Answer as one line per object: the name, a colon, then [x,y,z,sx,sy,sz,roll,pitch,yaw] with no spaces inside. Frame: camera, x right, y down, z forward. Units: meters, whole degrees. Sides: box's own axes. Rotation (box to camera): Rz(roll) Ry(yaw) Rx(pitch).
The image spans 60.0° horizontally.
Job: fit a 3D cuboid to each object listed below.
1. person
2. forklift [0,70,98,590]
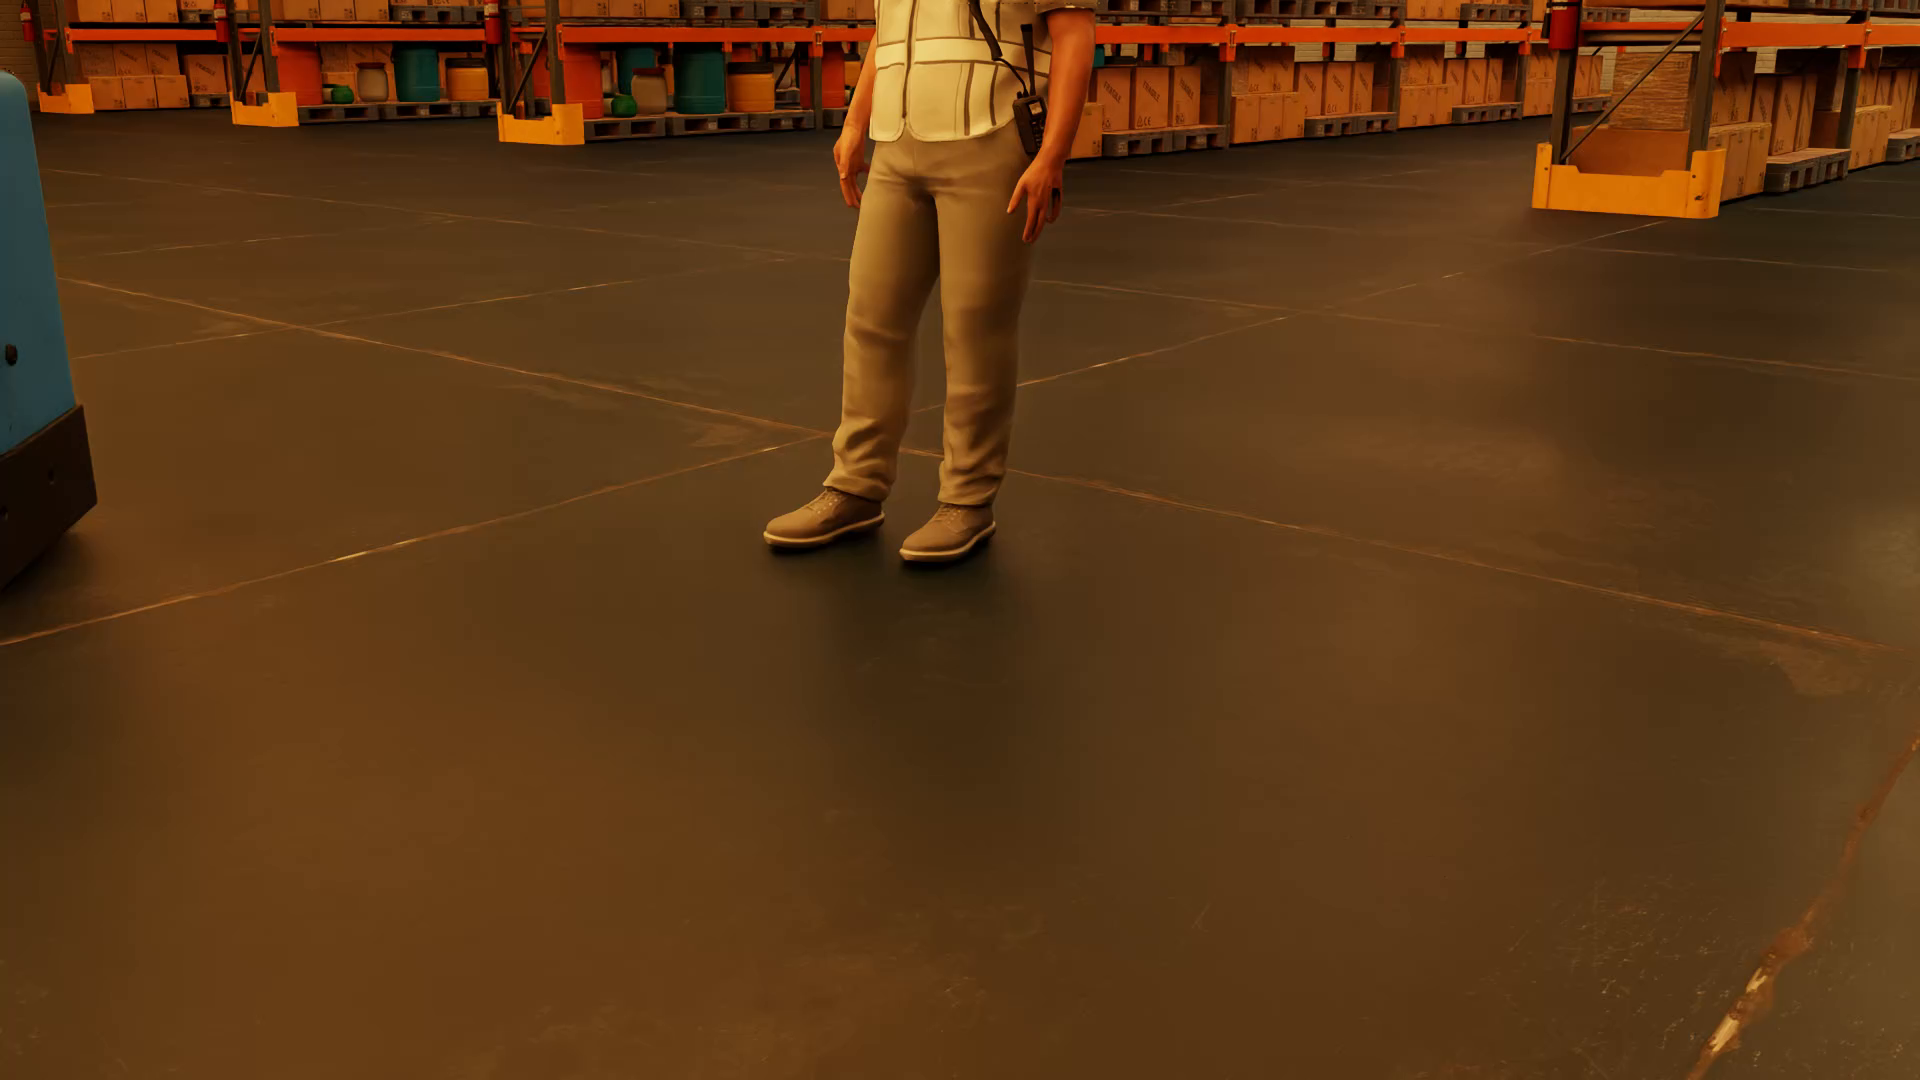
person: [-0.058,-0.845,3.630,0.641,1.781,0.574,13,21,37]
forklift: [-3.471,-1.214,2.897,3.031,2.935,1.130,-3,17,-11]
